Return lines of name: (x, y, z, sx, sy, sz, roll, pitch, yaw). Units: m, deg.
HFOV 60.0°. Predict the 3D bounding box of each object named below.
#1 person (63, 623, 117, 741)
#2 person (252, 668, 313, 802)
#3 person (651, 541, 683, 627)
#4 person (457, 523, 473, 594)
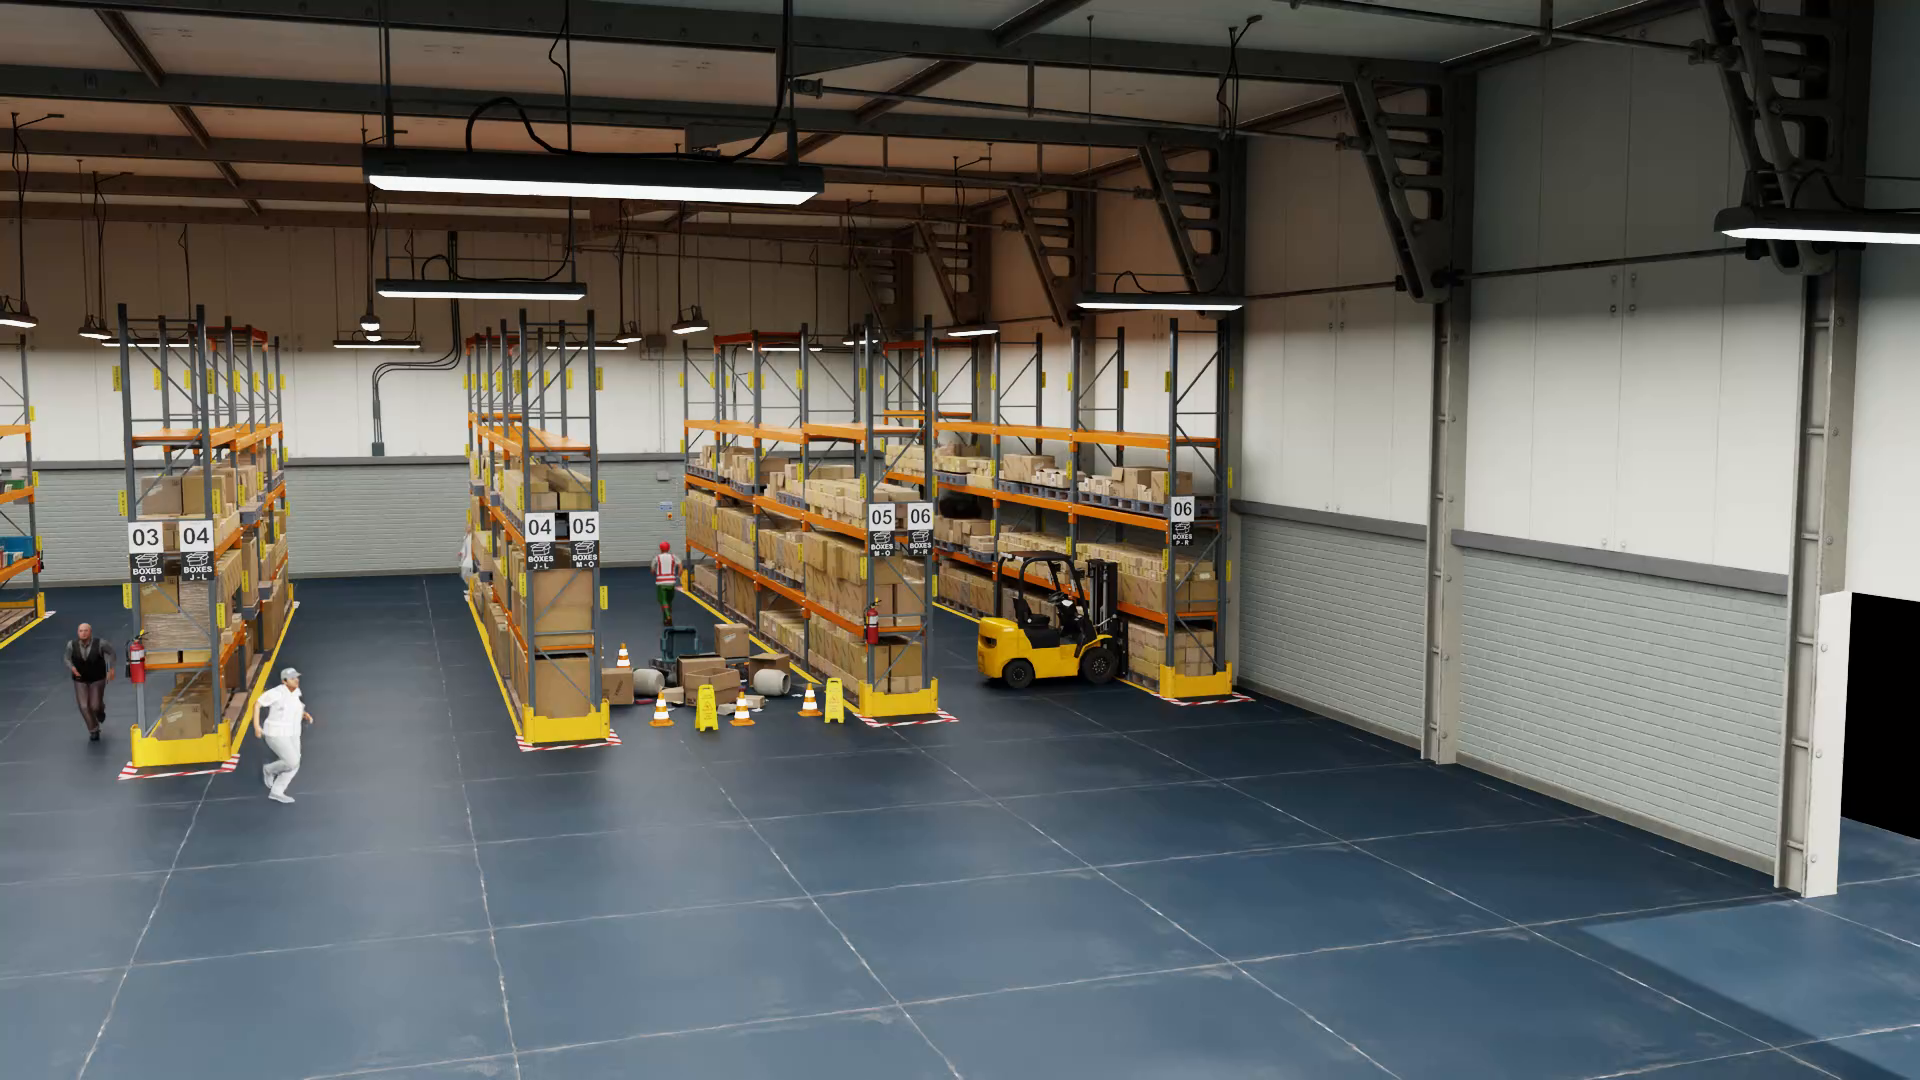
person: (-12.197, 2.015, 23.326, 0.646, 1.586, 0.746, -1, 6, -15)
person: (-8.023, 2.333, 19.826, 0.611, 1.618, 0.639, 2, 6, 20)
person: (-5.939, 0.918, 33.687, 0.626, 1.777, 0.988, -2, 6, -23)
person: (-11.535, 0.426, 39.262, 0.609, 1.705, 0.742, -5, 7, -43)
